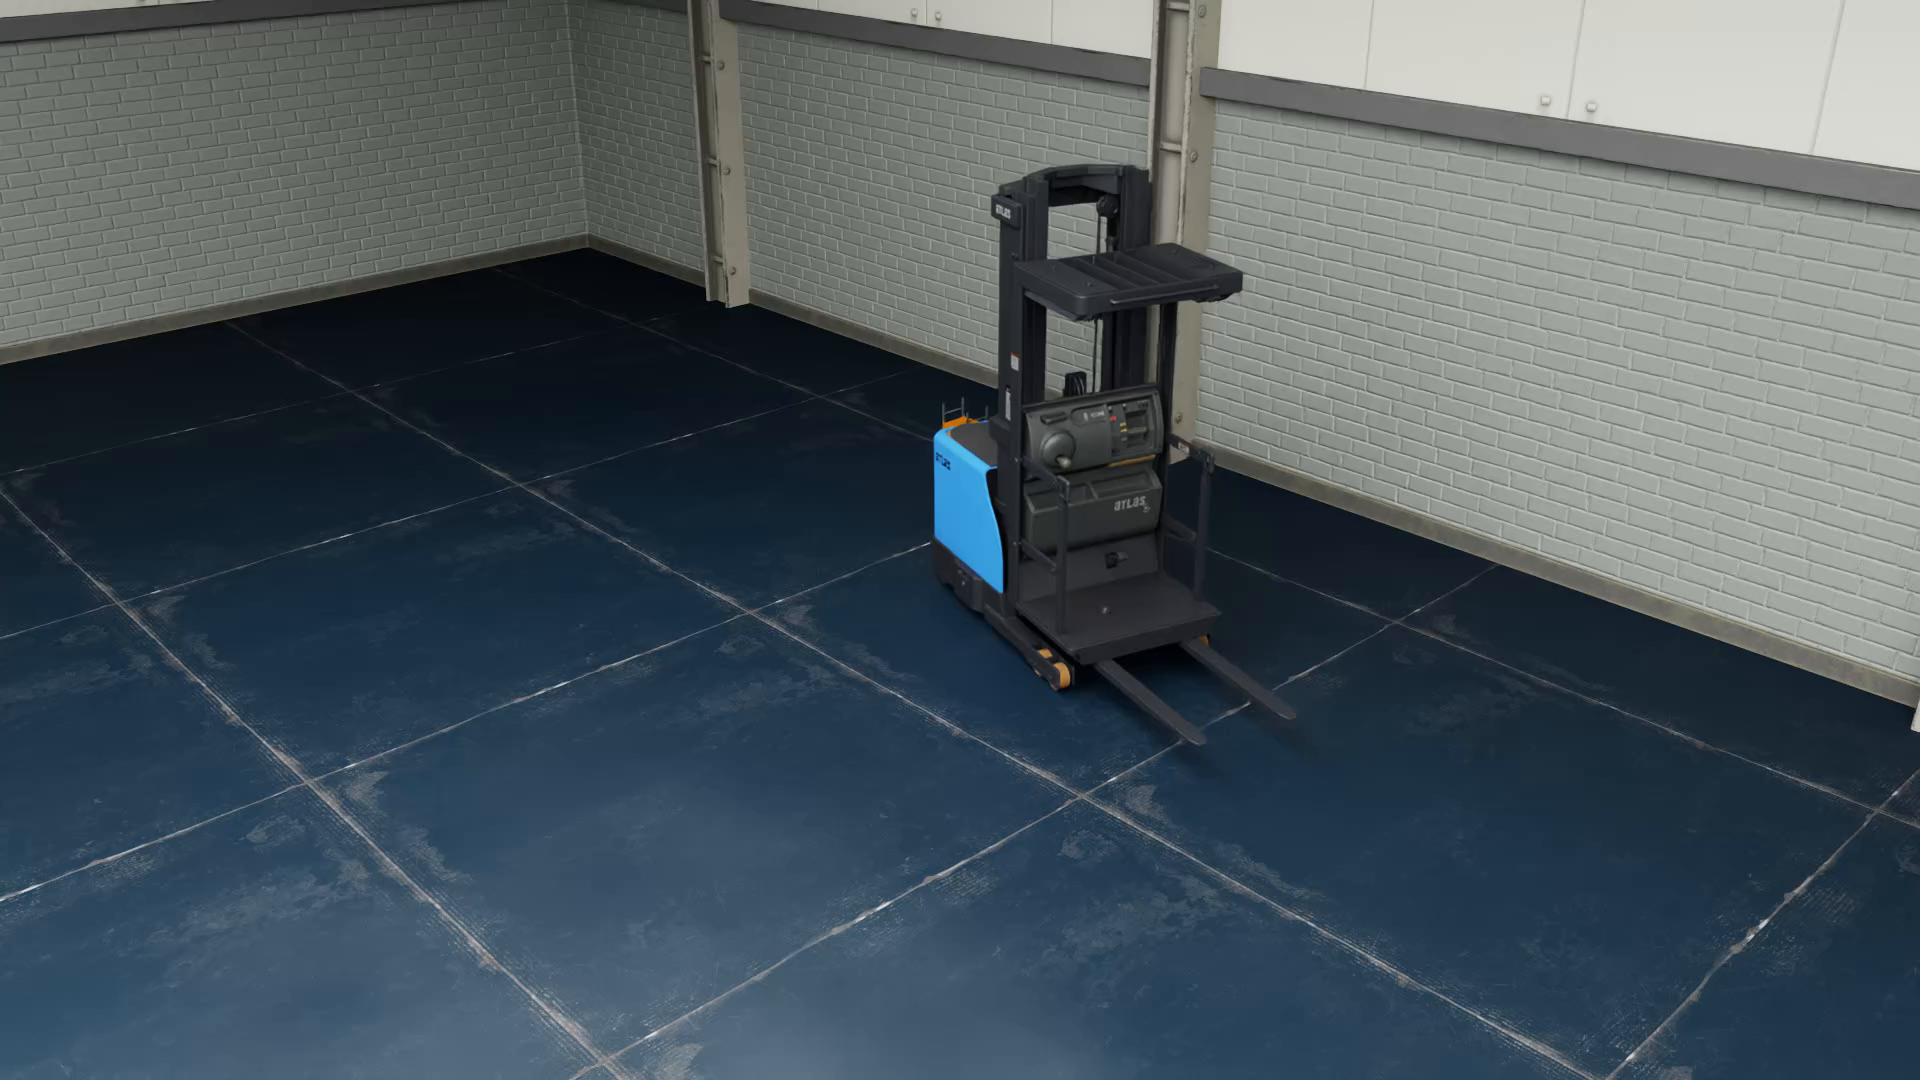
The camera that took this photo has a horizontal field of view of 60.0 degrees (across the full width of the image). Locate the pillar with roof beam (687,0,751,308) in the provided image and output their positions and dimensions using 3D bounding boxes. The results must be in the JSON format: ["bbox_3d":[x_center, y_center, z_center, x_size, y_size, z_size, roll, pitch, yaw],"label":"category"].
[{"bbox_3d":[-5.584,-5.397,13.035,9.100,9.000,0.400,-21,32,-38],"label":"pillar with roof beam"}]

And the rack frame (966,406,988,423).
[{"bbox_3d":[0.120,-0.424,11.712,0.200,1.050,0.008,-21,32,-38],"label":"rack frame"}]

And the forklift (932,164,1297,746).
[{"bbox_3d":[0.919,-0.637,9.911,1.130,2.935,3.031,-12,27,-24],"label":"forklift"}]

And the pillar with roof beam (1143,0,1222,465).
[{"bbox_3d":[-1.483,-3.579,9.050,9.100,9.000,0.400,-21,32,-38],"label":"pillar with roof beam"}]

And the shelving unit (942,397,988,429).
[{"bbox_3d":[0.037,-0.461,11.793,0.215,1.050,0.252,-21,32,-38],"label":"shelving unit"}]

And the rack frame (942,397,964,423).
[{"bbox_3d":[-0.047,-0.498,11.874,0.200,1.050,0.008,-21,32,-38],"label":"rack frame"}]

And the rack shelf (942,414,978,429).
[{"bbox_3d":[0.037,-0.710,11.680,0.215,0.259,0.240,-21,32,-38],"label":"rack shelf"}]
